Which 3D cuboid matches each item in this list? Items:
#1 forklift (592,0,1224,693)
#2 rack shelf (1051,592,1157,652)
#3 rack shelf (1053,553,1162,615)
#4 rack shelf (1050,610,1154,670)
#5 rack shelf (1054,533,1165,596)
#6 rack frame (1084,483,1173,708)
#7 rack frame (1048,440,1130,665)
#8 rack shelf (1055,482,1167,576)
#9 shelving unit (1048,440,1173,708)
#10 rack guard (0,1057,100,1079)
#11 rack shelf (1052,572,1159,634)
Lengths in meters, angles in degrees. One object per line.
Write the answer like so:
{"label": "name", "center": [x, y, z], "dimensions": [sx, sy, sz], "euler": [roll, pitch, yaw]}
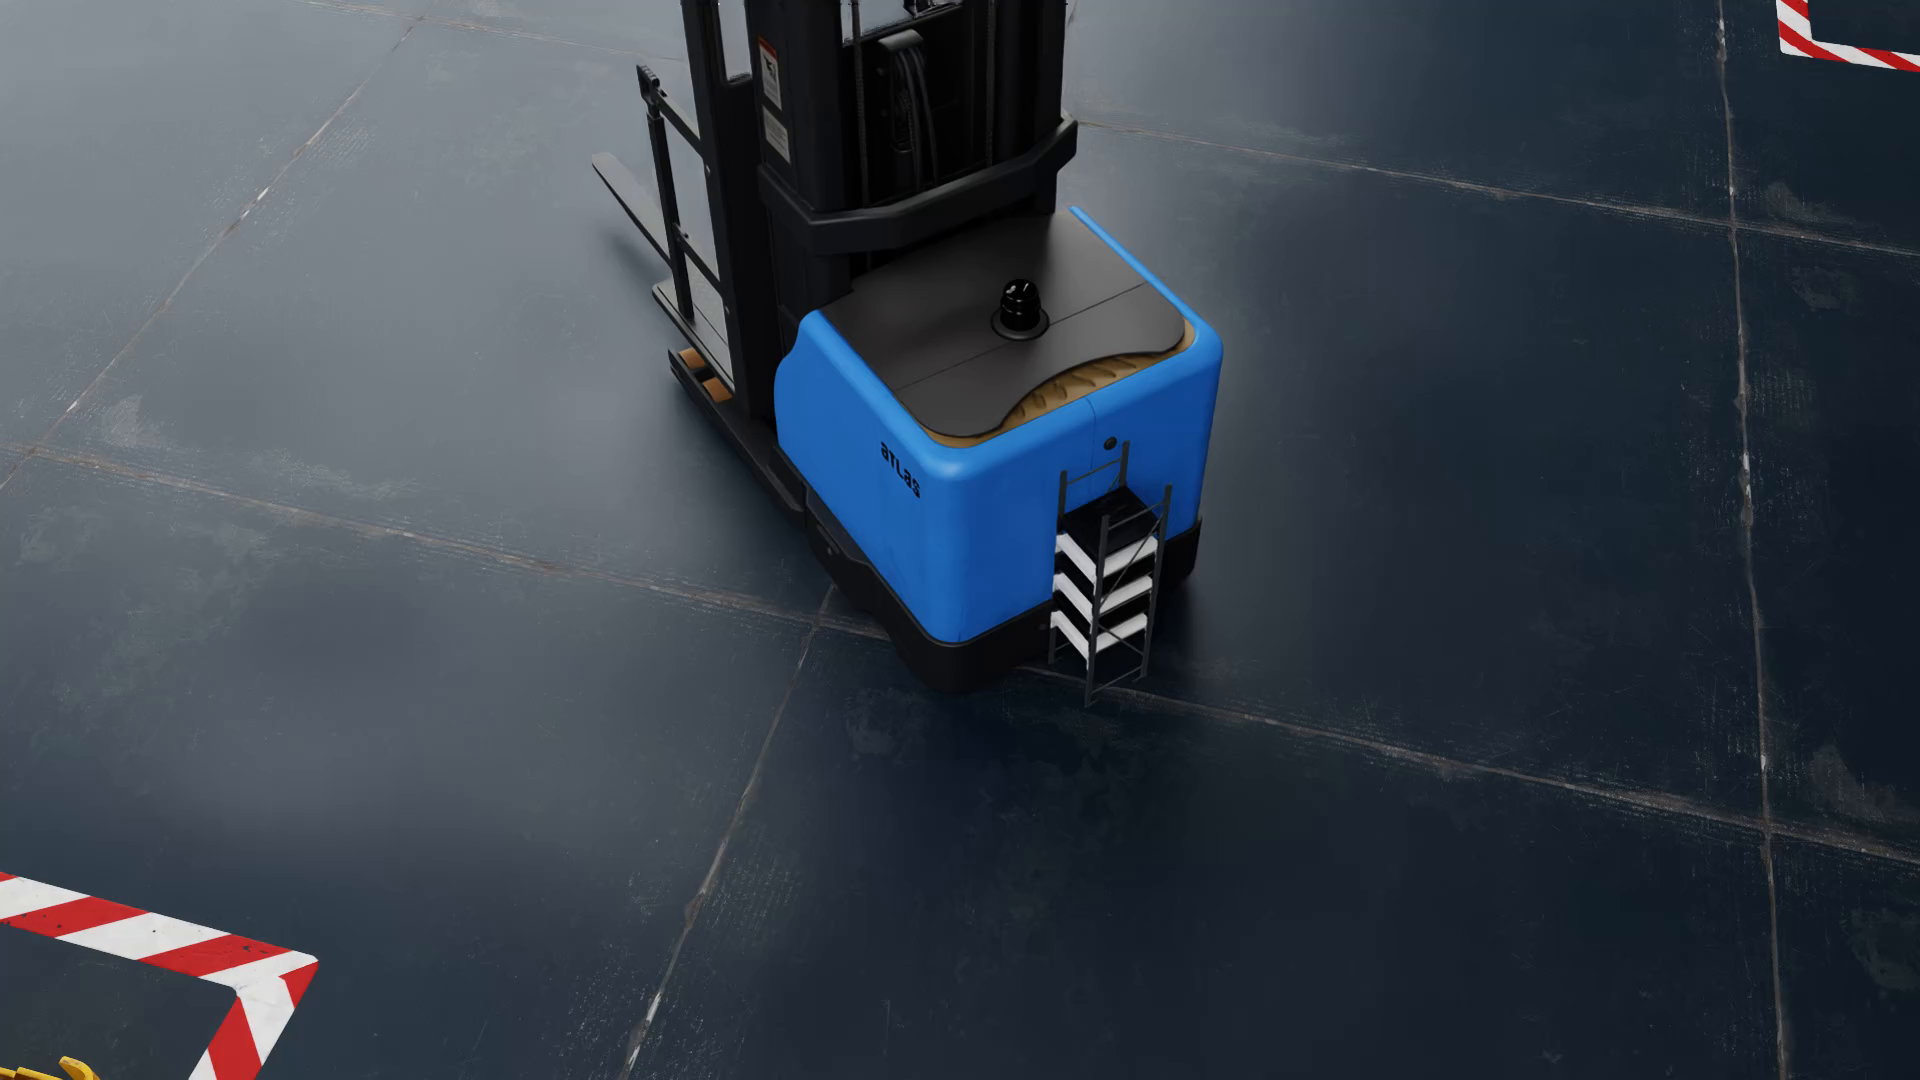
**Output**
{"label": "forklift", "center": [-0.424, -1.579, 5.188], "dimensions": [1.130, 2.935, 3.031], "euler": [-25, 53, -21]}
{"label": "rack shelf", "center": [0.442, 0.204, 5.134], "dimensions": [0.258, 0.077, 0.200], "euler": [-25, 53, -21]}
{"label": "rack shelf", "center": [0.442, 0.085, 4.999], "dimensions": [0.258, 0.077, 0.200], "euler": [-25, 53, -21]}
{"label": "rack shelf", "center": [0.442, 0.264, 5.202], "dimensions": [0.258, 0.077, 0.200], "euler": [-25, 53, -21]}
{"label": "rack shelf", "center": [0.442, 0.026, 4.932], "dimensions": [0.258, 0.077, 0.200], "euler": [-25, 53, -21]}
{"label": "rack frame", "center": [0.497, 0.187, 4.985], "dimensions": [0.240, 0.900, 0.006], "euler": [-25, 53, -21]}
{"label": "rack frame", "center": [0.388, 0.058, 5.098], "dimensions": [0.240, 0.900, 0.006], "euler": [-25, 53, -21]}
{"label": "rack shelf", "center": [0.442, -0.034, 4.864], "dimensions": [0.258, 0.077, 0.200], "euler": [-25, 53, -21]}
{"label": "shelving unit", "center": [0.442, 0.123, 5.042], "dimensions": [0.258, 0.900, 0.210], "euler": [-25, 53, -21]}
{"label": "rack guard", "center": [-2.651, 1.437, 4.149], "dimensions": [1.175, 0.500, 0.348], "euler": [12, 50, 10]}
{"label": "rack shelf", "center": [0.442, 0.145, 5.067], "dimensions": [0.258, 0.077, 0.200], "euler": [-25, 53, -21]}
